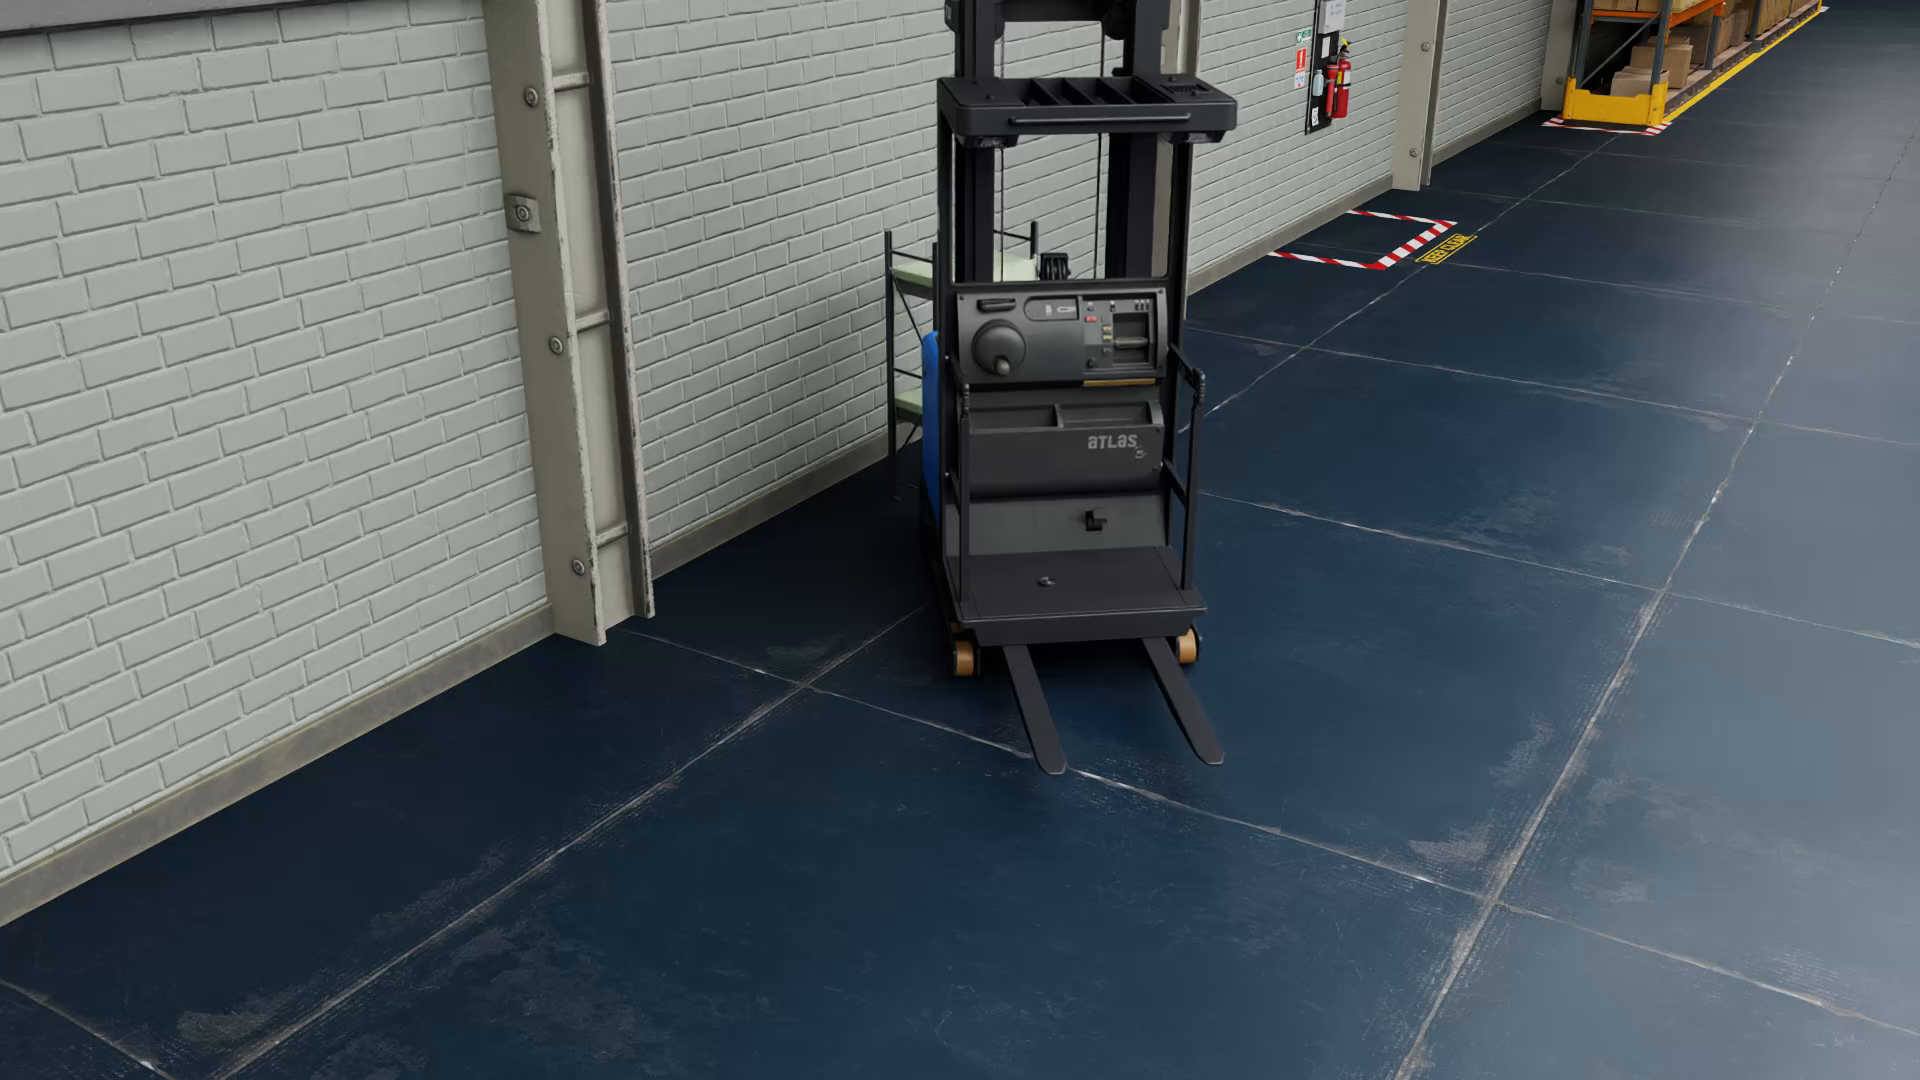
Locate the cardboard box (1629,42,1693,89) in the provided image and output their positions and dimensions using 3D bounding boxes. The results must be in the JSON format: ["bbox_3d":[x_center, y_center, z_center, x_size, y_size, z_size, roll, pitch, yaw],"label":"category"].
[{"bbox_3d":[9.349,-6.344,22.222,0.700,0.500,0.500,12,26,26],"label":"cardboard box"}]

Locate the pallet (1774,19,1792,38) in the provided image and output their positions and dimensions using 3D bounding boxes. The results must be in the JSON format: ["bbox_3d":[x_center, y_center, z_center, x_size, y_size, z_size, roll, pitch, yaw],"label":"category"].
[{"bbox_3d":[14.164,-9.140,29.597,1.003,0.211,1.213,14,27,29],"label":"pallet"}]

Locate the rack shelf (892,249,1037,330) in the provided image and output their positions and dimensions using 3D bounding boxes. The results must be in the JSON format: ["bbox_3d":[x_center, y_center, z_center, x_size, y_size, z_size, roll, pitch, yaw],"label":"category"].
[{"bbox_3d":[0.013,-1.337,8.968,0.720,0.370,0.431,-21,31,-40],"label":"rack shelf"}]

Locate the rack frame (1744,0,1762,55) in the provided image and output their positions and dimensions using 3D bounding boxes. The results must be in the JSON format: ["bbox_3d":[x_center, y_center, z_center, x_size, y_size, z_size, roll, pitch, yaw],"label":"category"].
[{"bbox_3d":[12.397,-9.346,26.562,1.000,3.000,0.127,14,27,29],"label":"rack frame"}]

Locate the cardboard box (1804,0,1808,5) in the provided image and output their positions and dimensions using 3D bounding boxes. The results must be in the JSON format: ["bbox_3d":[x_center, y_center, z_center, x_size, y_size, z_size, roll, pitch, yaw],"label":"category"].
[{"bbox_3d":[16.069,-10.665,32.228,0.700,0.500,0.500,14,27,29],"label":"cardboard box"}]

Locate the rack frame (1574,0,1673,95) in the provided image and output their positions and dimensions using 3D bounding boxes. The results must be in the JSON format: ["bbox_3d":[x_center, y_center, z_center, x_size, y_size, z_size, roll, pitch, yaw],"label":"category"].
[{"bbox_3d":[8.177,-6.645,20.325,1.000,3.000,0.127,14,27,29],"label":"rack frame"}]

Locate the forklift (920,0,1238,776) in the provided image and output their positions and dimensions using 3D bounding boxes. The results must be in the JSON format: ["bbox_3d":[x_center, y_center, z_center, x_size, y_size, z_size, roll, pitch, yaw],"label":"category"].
[{"bbox_3d":[0.477,-0.883,7.100,1.130,2.935,3.031,-3,24,-6],"label":"forklift"}]

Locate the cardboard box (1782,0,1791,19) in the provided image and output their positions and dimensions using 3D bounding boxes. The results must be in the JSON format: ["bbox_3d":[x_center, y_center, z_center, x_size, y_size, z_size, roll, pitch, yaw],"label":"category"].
[{"bbox_3d":[14.275,-9.655,29.455,0.750,0.750,0.750,14,27,30],"label":"cardboard box"}]

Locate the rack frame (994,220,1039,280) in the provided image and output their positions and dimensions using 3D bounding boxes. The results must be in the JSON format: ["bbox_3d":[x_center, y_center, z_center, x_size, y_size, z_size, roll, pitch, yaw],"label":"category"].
[{"bbox_3d":[0.276,-1.080,9.357,0.023,1.500,0.400,-21,31,-40],"label":"rack frame"}]

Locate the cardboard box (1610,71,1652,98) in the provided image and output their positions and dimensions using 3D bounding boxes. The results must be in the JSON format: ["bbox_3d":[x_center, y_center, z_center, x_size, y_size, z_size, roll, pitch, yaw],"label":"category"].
[{"bbox_3d":[8.618,-5.828,21.268,0.500,0.311,0.500,11,26,23],"label":"cardboard box"}]

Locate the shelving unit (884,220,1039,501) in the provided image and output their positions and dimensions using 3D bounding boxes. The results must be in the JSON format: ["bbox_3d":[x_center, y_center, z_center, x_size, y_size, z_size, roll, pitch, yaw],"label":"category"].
[{"bbox_3d":[0.013,-0.979,9.123,0.755,1.500,0.431,-21,31,-40],"label":"shelving unit"}]

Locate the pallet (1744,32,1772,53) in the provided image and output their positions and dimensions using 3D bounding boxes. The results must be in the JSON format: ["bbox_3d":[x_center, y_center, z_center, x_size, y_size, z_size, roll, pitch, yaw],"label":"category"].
[{"bbox_3d":[12.877,-8.316,27.694,1.003,0.211,1.213,14,27,29],"label":"pallet"}]

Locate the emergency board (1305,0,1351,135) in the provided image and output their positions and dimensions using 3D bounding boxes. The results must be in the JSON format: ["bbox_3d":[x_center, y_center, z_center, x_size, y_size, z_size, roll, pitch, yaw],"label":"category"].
[{"bbox_3d":[3.311,-4.212,14.704,0.194,1.169,0.643,14,27,29],"label":"emergency board"}]

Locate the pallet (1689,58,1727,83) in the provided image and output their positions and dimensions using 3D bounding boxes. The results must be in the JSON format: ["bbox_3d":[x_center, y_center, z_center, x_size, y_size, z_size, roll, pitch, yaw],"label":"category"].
[{"bbox_3d":[10.696,-6.979,24.605,1.003,0.211,1.213,14,27,29],"label":"pallet"}]

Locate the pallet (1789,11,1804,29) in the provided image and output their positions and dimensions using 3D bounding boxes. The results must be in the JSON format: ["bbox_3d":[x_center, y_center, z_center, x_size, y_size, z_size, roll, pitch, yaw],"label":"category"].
[{"bbox_3d":[14.975,-9.656,30.790,1.003,0.211,1.213,14,27,29],"label":"pallet"}]

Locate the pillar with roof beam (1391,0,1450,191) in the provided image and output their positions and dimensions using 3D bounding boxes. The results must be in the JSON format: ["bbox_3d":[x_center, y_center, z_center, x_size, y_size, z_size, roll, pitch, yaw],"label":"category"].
[{"bbox_3d":[8.304,-6.889,13.336,9.100,9.000,0.400,14,27,29],"label":"pillar with roof beam"}]

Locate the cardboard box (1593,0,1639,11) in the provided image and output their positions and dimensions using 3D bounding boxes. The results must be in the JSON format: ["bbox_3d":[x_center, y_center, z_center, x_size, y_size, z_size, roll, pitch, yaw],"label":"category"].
[{"bbox_3d":[8.259,-6.784,20.809,0.500,0.250,0.500,14,27,30],"label":"cardboard box"}]

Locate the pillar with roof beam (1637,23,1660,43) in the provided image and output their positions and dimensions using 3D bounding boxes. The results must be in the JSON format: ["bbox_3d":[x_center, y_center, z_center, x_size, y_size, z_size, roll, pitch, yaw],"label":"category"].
[{"bbox_3d":[14.634,-10.939,22.692,9.100,9.000,0.400,14,27,29],"label":"pillar with roof beam"}]

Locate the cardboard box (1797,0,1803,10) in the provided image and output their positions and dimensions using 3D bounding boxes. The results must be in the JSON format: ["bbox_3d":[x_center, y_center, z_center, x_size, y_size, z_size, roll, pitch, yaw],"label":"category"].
[{"bbox_3d":[15.529,-10.314,31.417,0.700,0.500,0.500,15,27,30],"label":"cardboard box"}]

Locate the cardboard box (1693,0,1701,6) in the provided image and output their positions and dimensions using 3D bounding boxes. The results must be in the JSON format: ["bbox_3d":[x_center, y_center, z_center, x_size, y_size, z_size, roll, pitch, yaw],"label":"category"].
[{"bbox_3d":[9.240,-7.033,21.384,0.500,0.250,0.500,13,27,28],"label":"cardboard box"}]

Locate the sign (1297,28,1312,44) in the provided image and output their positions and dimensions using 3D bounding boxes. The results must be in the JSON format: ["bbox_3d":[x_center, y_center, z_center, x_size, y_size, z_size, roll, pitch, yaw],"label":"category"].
[{"bbox_3d":[2.941,-4.306,14.209,0.001,0.109,0.331,14,27,29],"label":"sign"}]

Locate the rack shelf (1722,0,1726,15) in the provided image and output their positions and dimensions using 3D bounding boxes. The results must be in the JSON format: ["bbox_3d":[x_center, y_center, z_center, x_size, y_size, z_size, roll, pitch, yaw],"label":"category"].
[{"bbox_3d":[11.342,-8.340,25.146,1.077,0.370,4.000,14,27,29],"label":"rack shelf"}]

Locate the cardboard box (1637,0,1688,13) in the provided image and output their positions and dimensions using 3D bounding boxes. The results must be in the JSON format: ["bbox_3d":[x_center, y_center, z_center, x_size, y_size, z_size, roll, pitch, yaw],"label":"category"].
[{"bbox_3d":[8.704,-6.684,20.578,0.500,0.250,0.500,13,27,27],"label":"cardboard box"}]

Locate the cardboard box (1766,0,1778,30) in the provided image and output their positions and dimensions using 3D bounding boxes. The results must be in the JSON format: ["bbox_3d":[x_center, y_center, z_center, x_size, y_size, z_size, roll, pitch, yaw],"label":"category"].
[{"bbox_3d":[13.364,-9.067,28.096,0.750,0.750,0.750,14,27,29],"label":"cardboard box"}]

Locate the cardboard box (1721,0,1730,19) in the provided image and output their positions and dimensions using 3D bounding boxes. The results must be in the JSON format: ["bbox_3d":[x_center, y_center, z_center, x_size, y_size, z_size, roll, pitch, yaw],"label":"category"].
[{"bbox_3d":[11.441,-8.137,25.418,0.500,0.250,0.500,14,27,29],"label":"cardboard box"}]

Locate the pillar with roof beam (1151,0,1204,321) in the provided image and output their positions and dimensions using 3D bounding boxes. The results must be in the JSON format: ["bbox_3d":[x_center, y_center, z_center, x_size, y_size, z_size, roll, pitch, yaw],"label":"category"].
[{"bbox_3d":[5.139,-4.864,8.658,9.100,9.000,0.400,14,27,29],"label":"pillar with roof beam"}]

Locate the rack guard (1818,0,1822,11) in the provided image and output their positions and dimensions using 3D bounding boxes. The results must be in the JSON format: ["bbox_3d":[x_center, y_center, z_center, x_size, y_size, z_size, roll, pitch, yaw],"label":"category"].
[{"bbox_3d":[16.630,-10.907,33.315,1.175,0.500,0.348,14,27,29],"label":"rack guard"}]

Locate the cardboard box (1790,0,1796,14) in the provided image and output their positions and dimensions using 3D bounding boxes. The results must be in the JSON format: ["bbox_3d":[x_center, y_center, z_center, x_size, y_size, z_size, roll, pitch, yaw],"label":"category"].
[{"bbox_3d":[14.989,-9.972,30.627,0.700,0.500,0.500,14,27,30],"label":"cardboard box"}]

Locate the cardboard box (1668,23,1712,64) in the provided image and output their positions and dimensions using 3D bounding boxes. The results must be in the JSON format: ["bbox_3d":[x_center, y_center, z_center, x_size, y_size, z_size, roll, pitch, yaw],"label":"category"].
[{"bbox_3d":[10.661,-7.302,24.435,0.700,0.500,0.500,15,28,31],"label":"cardboard box"}]

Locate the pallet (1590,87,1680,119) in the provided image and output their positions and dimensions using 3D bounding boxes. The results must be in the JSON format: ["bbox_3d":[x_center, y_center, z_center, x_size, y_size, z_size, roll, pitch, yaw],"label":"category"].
[{"bbox_3d":[8.676,-5.658,21.555,1.003,0.211,1.213,14,27,29],"label":"pallet"}]

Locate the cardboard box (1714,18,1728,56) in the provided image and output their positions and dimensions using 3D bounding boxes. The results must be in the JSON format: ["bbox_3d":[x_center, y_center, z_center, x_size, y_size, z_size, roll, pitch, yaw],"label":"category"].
[{"bbox_3d":[11.195,-7.651,25.240,0.700,0.500,0.500,14,27,30],"label":"cardboard box"}]

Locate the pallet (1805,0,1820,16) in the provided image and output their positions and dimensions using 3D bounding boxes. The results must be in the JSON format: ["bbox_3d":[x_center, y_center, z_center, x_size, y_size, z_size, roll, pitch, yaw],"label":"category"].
[{"bbox_3d":[16.262,-10.480,32.692,1.003,0.211,1.213,14,27,29],"label":"pallet"}]

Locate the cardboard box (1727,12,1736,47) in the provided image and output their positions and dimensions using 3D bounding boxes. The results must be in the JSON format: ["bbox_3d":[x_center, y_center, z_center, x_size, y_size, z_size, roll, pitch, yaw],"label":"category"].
[{"bbox_3d":[11.691,-7.997,26.040,0.700,0.500,0.500,14,27,29],"label":"cardboard box"}]
